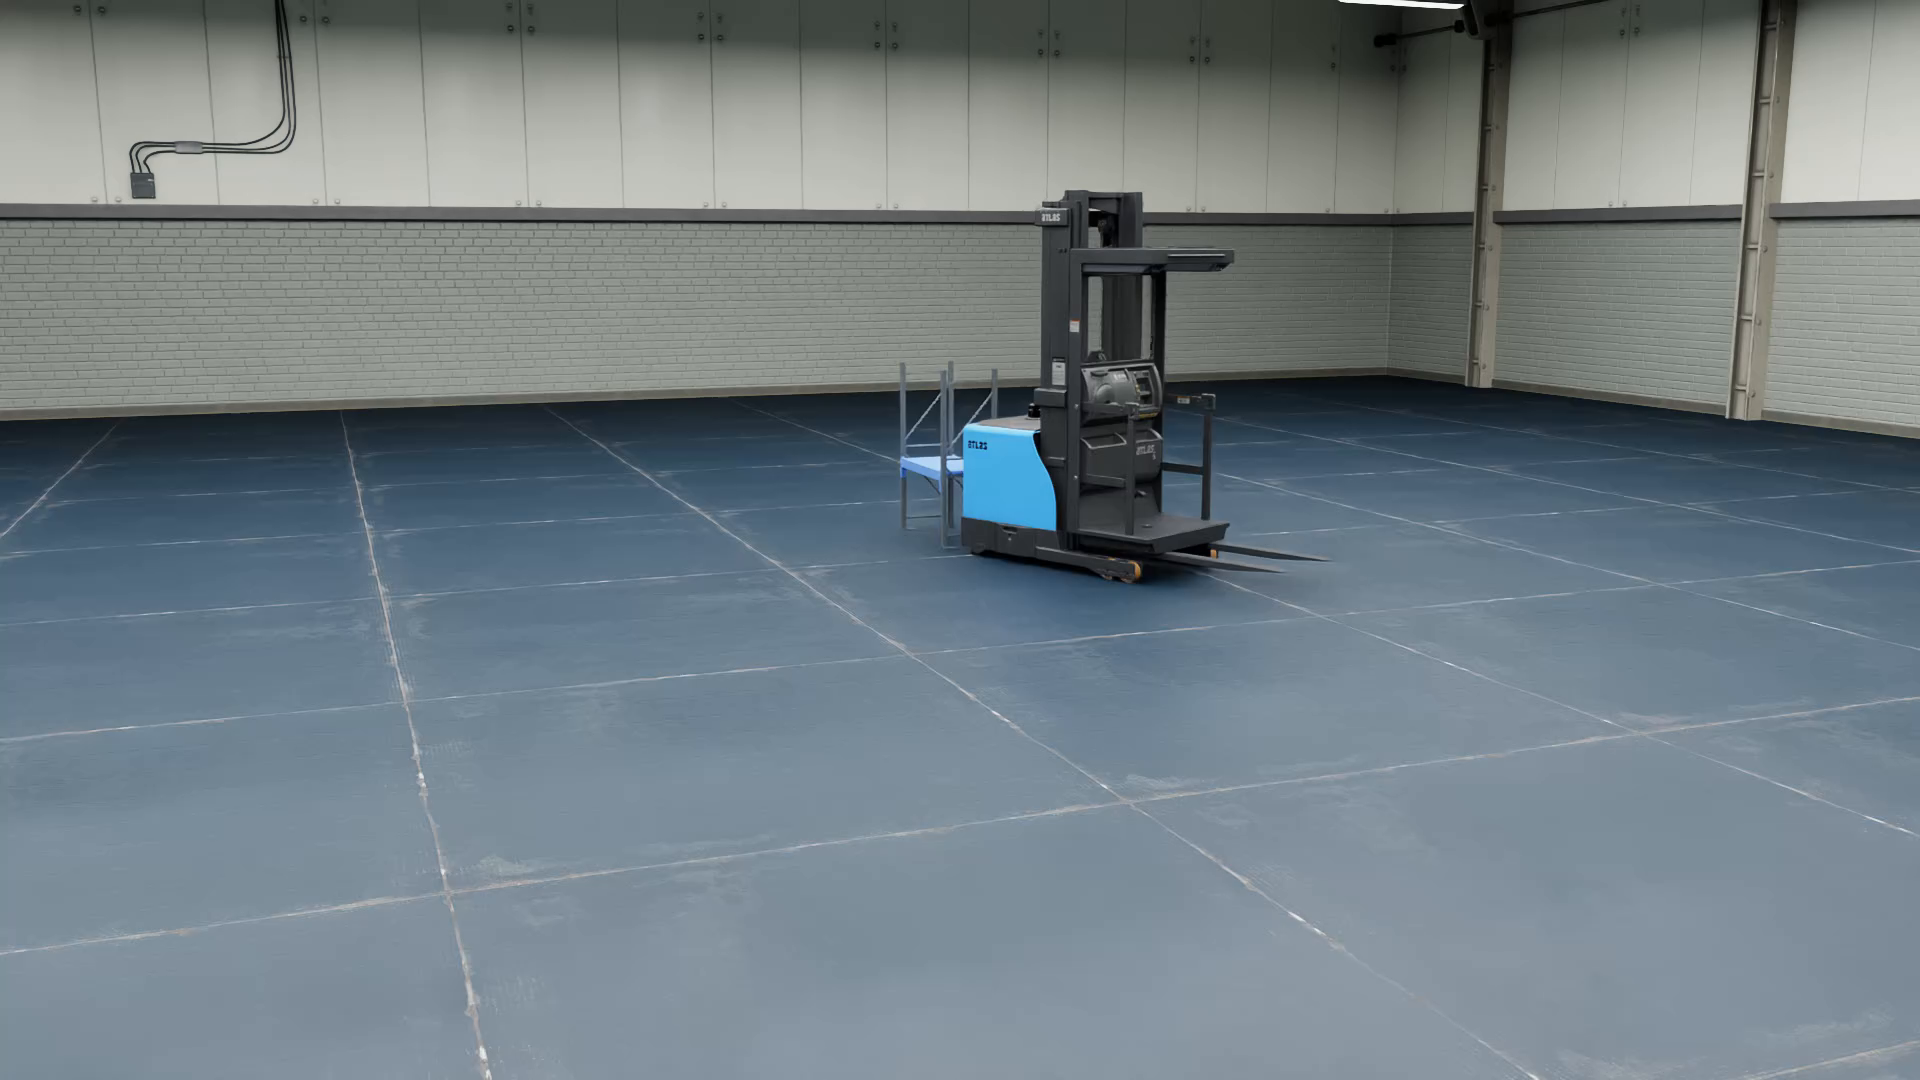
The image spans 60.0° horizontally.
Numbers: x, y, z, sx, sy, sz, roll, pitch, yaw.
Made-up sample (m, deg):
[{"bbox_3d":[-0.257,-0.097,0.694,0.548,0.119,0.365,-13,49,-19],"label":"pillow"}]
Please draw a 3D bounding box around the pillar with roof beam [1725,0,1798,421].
[{"bbox_3d":[7.498,-5.936,22.099,9.100,9.000,0.400,-4,11,-21],"label":"pillar with roof beam"}]

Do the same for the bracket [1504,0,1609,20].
[{"bbox_3d":[10.089,-8.450,25.953,0.076,0.066,4.783,-4,11,-21],"label":"bracket"}]

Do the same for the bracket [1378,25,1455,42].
[{"bbox_3d":[8.210,-9.297,30.712,0.076,0.066,3.189,-4,11,-21],"label":"bracket"}]

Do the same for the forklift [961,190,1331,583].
[{"bbox_3d":[1.428,-1.220,12.908,3.031,2.935,1.130,9,14,43],"label":"forklift"}]

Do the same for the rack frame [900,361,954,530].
[{"bbox_3d":[-0.295,-0.848,14.903,0.500,1.500,0.032,-4,11,-21],"label":"rack frame"}]

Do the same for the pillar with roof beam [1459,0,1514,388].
[{"bbox_3d":[5.324,-6.916,27.604,9.100,9.000,0.548,-4,11,-21],"label":"pillar with roof beam"}]

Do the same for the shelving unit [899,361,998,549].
[{"bbox_3d":[-0.109,-0.765,14.438,0.538,1.500,1.048,-4,11,-21],"label":"shelving unit"}]

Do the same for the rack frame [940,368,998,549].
[{"bbox_3d":[0.076,-0.682,13.972,0.500,1.500,0.032,-4,11,-21],"label":"rack frame"}]

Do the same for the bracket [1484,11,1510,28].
[{"bbox_3d":[9.156,-8.871,28.318,0.235,0.232,0.430,-4,11,-21],"label":"bracket"}]

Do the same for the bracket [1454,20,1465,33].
[{"bbox_3d":[8.855,-9.006,29.079,0.235,0.232,0.430,-4,11,-21],"label":"bracket"}]

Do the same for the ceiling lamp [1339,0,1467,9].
[{"bbox_3d":[6.113,-9.117,23.314,2.000,3.185,0.800,-4,11,-21],"label":"ceiling lamp"}]

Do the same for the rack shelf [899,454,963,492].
[{"bbox_3d":[-0.109,-0.588,14.469,0.538,0.185,1.000,-4,11,-21],"label":"rack shelf"}]

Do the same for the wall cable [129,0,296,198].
[{"bbox_3d":[-11.004,-8.029,24.152,2.305,6.003,0.169,-4,11,-21],"label":"wall cable"}]

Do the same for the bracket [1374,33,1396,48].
[{"bbox_3d":[7.996,-9.393,31.254,0.235,0.232,0.430,-4,11,-21],"label":"bracket"}]
